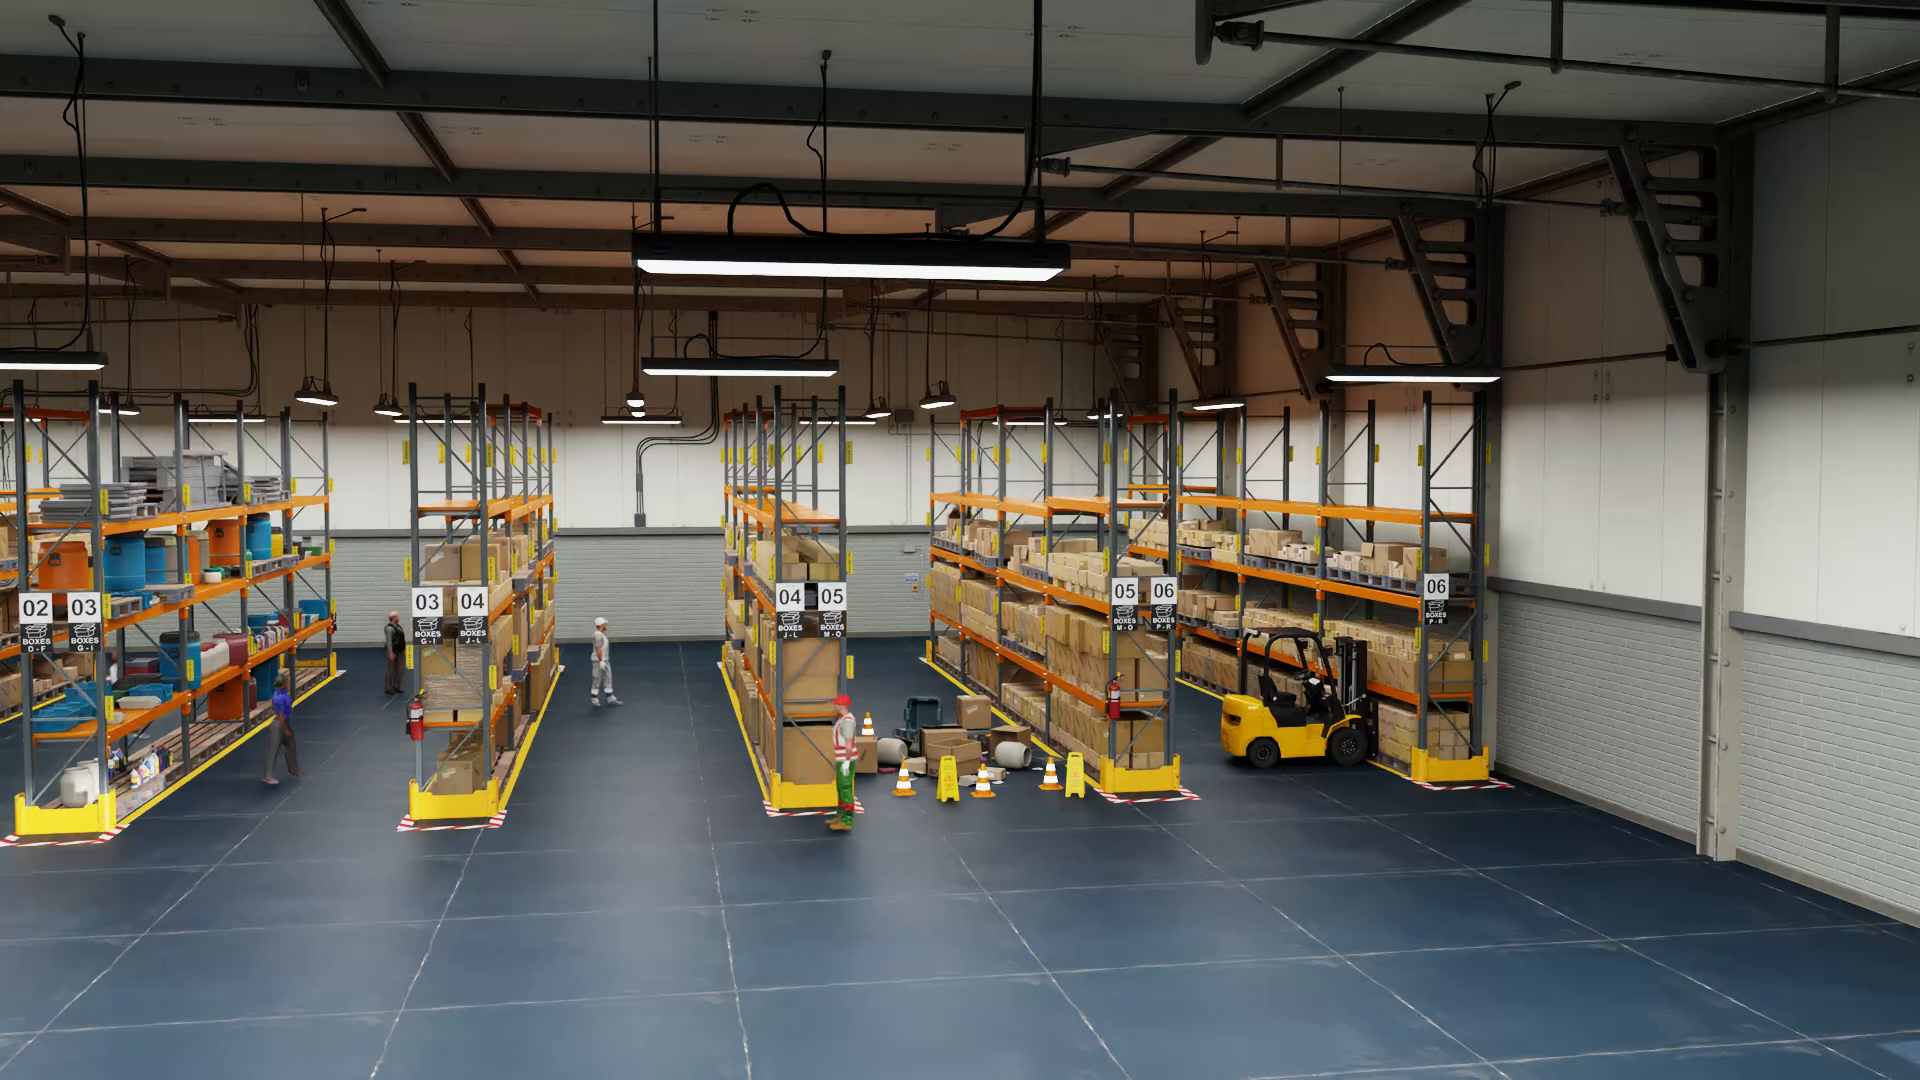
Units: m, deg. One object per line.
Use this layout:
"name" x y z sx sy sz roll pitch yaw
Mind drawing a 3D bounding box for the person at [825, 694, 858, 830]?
"person" -1.596 2.964 22.335 0.433 1.792 0.598 -1 3 -11

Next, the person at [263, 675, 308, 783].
"person" -10.394 2.904 25.545 0.518 1.678 0.642 0 3 -1

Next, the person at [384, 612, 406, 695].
"person" -11.876 2.369 34.950 0.371 1.736 0.574 1 3 19

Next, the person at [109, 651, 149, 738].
"person" -14.729 2.722 29.254 0.603 1.587 0.581 1 3 14

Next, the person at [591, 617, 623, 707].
"person" -7.080 2.432 33.175 0.575 1.781 0.594 1 3 11
